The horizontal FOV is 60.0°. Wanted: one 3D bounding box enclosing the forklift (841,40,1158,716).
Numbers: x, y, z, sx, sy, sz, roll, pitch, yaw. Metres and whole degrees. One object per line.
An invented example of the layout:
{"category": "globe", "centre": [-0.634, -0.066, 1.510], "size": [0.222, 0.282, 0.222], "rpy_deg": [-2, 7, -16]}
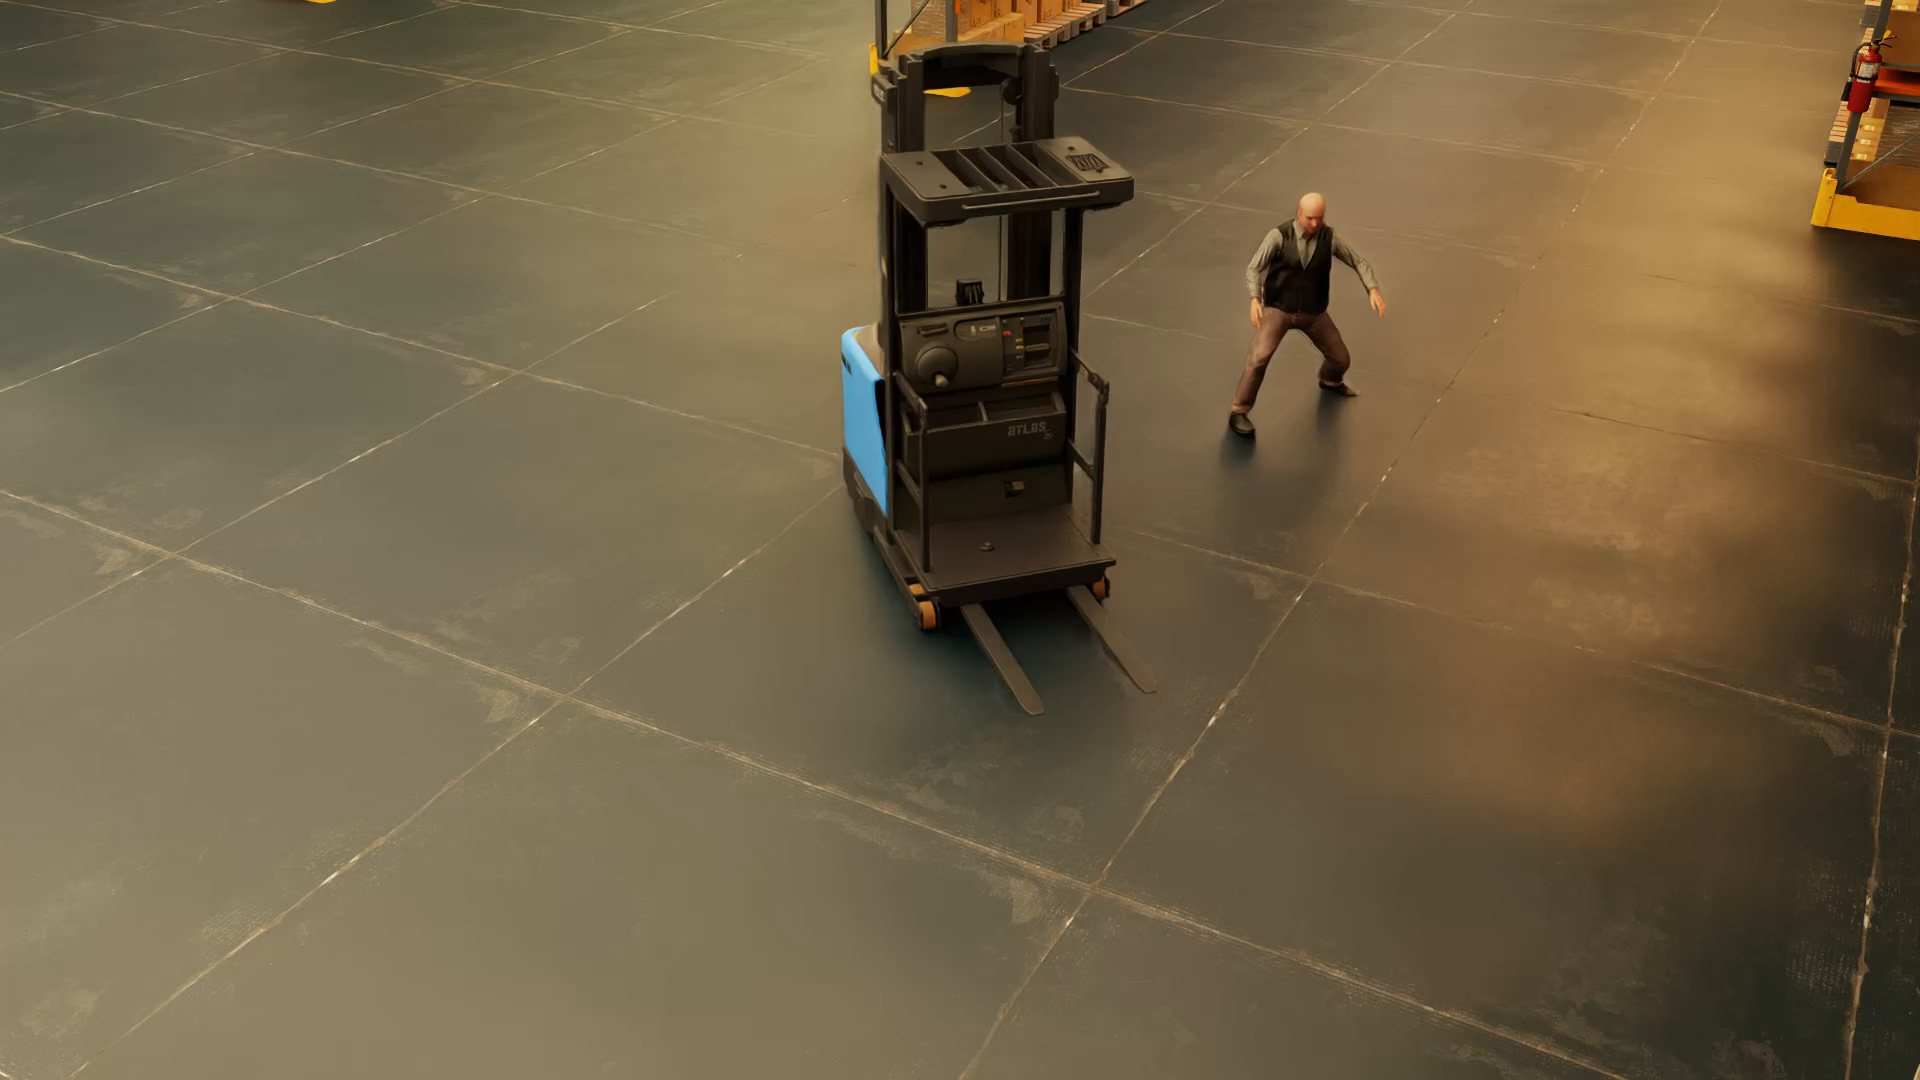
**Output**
{"category": "forklift", "centre": [0.200, -0.996, 8.796], "size": [1.130, 2.935, 3.031], "rpy_deg": [-9, 31, -15]}

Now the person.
{"category": "person", "centre": [2.323, -1.536, 11.161], "size": [0.996, 1.576, 0.913], "rpy_deg": [0, 30, 0]}
